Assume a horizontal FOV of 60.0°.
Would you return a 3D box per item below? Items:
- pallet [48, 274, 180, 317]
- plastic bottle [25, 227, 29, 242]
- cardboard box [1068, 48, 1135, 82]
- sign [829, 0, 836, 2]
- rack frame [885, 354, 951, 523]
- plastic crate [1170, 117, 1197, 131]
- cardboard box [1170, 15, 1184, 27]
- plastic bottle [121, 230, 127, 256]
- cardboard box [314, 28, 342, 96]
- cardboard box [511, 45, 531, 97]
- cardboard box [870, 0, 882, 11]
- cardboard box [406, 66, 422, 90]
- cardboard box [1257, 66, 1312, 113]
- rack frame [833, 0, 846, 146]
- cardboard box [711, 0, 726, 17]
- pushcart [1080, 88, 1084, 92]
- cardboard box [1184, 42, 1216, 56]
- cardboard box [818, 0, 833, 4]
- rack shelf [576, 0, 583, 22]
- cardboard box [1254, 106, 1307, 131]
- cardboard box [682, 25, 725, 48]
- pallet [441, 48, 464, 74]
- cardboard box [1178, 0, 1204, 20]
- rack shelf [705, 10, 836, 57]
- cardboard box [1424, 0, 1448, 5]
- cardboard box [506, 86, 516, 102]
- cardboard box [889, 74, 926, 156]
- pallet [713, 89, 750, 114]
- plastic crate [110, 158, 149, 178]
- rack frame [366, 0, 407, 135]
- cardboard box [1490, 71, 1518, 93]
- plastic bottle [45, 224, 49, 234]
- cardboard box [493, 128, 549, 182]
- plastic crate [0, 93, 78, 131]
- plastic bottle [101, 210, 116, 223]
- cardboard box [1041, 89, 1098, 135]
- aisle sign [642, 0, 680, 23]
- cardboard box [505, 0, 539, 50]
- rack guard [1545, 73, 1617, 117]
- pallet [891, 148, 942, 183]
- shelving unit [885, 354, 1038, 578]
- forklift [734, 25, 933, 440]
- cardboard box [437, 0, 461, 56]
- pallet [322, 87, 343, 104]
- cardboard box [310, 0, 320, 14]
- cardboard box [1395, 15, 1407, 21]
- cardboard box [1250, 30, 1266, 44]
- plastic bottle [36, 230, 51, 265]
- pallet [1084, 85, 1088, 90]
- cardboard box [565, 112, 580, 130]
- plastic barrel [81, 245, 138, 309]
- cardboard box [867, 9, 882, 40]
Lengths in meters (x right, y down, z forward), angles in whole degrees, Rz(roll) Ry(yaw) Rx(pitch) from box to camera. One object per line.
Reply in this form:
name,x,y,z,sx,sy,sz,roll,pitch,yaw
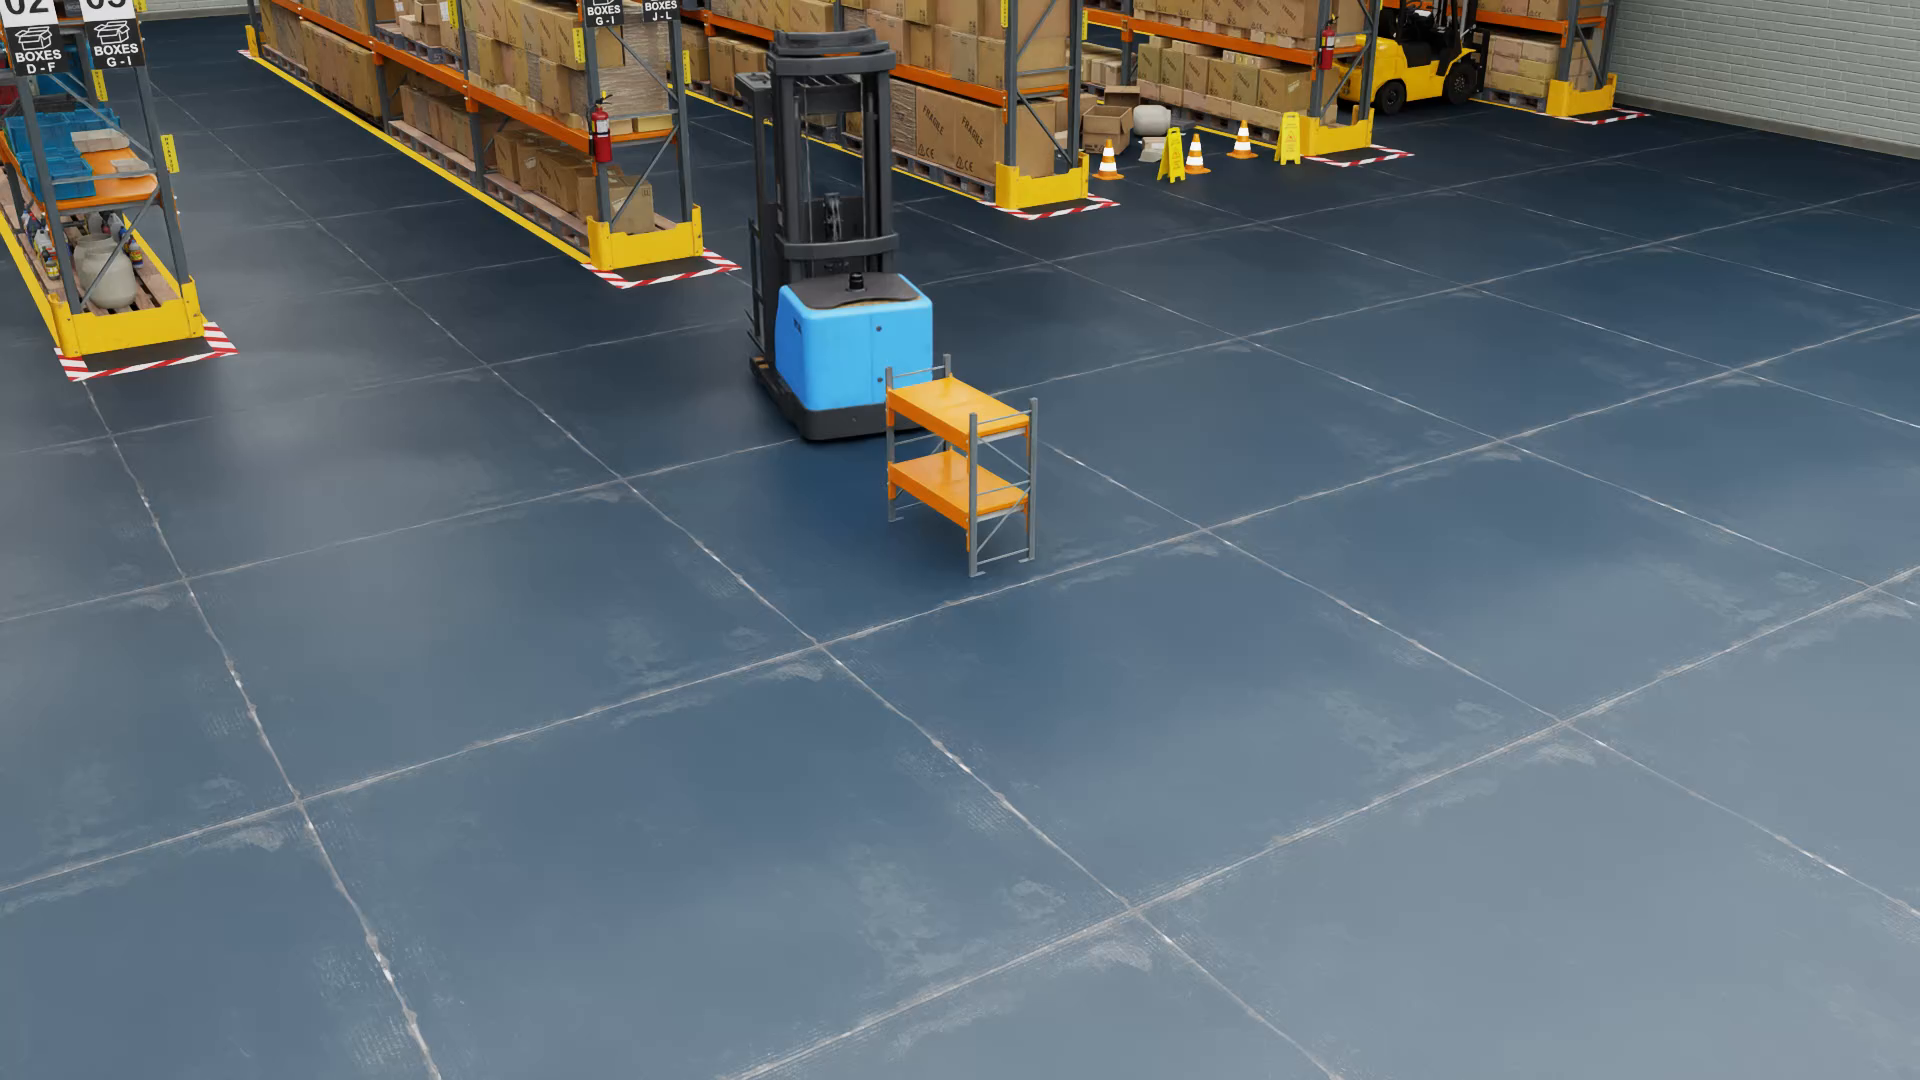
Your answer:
pallet,-7.917,-2.182,15.625,1.003,0.211,1.213,-16,29,-30
plastic bottle,-9.663,-3.211,17.300,0.097,0.201,0.097,0,25,0
cardboard box,2.189,-7.475,26.156,0.950,0.372,0.625,-14,28,-26
sign,-1.669,-7.198,21.720,0.100,0.325,0.005,-16,29,-30
rack frame,-0.281,-0.693,11.400,0.500,1.125,0.032,-16,29,-30
plastic crate,3.042,-5.957,23.774,0.583,0.080,0.402,18,31,33
cardboard box,3.233,-7.466,23.846,0.380,0.149,0.250,-15,29,-28
plastic bottle,-8.367,-2.980,16.729,0.097,0.271,0.097,0,25,0
cardboard box,-8.943,-7.267,25.127,1.225,0.875,0.875,-17,30,-31
cardboard box,-4.398,-5.194,18.273,0.875,0.500,0.500,-16,29,-30
cardboard box,-0.650,-7.086,21.307,0.875,0.550,0.550,-16,29,-30
cardboard box,-7.223,-6.326,22.671,0.500,0.250,0.500,-14,29,-28
cardboard box,4.400,-6.110,22.530,0.500,0.500,0.500,-15,29,-29
rack frame,-1.220,-6.840,22.225,1.000,3.000,0.127,-16,29,-30
cardboard box,-3.385,-8.092,24.761,0.500,0.500,0.500,-15,29,-29
pushcart,0.989,-6.295,24.142,0.936,0.377,1.648,18,31,33
cardboard box,3.418,-6.997,23.649,0.380,0.149,0.250,-14,29,-27
cardboard box,-1.496,-7.514,22.364,0.700,0.500,0.500,-16,30,-30
rack shelf,-4.339,-6.036,17.851,1.077,0.370,4.000,-16,29,-30
cardboard box,4.376,-5.780,22.710,0.500,0.250,0.500,-16,29,-30
cardboard box,-3.996,-7.853,25.929,0.500,0.250,0.500,-16,30,-31
pallet,-5.726,-5.941,20.545,1.003,0.211,1.213,-16,29,-30
cardboard box,3.436,-7.630,23.434,0.500,0.500,0.500,-16,30,-30
rack shelf,-2.312,-7.230,23.894,1.077,0.370,4.000,-16,29,-30
cardboard box,7.628,-8.650,25.943,0.500,0.500,0.500,-16,30,-30
cardboard box,-4.862,-5.018,18.661,0.380,0.149,0.250,-16,29,-30
cardboard box,-0.440,-5.506,21.397,0.875,0.875,0.875,-15,29,-29
pallet,-3.036,-6.710,25.217,1.003,0.211,1.213,-16,29,-30
plastic crate,-7.616,-3.411,15.271,0.298,0.136,0.250,-16,29,-30
rack frame,-7.614,-7.151,22.884,1.000,3.000,0.127,-16,29,-30
cardboard box,8.428,-6.978,25.247,0.500,0.250,0.500,-16,29,-30
plastic bottle,-9.307,-3.122,17.030,0.097,0.271,0.097,0,25,0
cardboard box,-5.246,-4.627,19.975,0.500,0.500,0.500,-17,30,-31
plastic crate,-9.401,-4.321,16.962,0.767,0.338,0.504,-16,29,-30
plastic bottle,-8.883,-3.335,17.389,0.144,0.351,0.185,-17,30,-32
cardboard box,1.459,-5.902,23.004,0.797,0.637,0.503,-16,29,-30
aisle sign,-2.962,-5.513,16.369,0.394,0.787,0.004,-16,29,-30
cardboard box,-4.569,-5.598,17.958,0.500,0.500,0.500,-16,29,-30
rack guard,9.226,-6.618,24.684,1.175,0.500,0.348,-16,29,-30
pallet,-0.200,-4.852,21.281,1.003,0.211,1.213,-16,29,-30
shelving unit,-0.004,-0.511,11.015,0.538,1.125,1.048,-16,29,-30
forklift,-1.157,-2.693,13.521,1.130,2.935,3.031,-8,27,-17
cardboard box,-5.747,-6.498,20.307,1.000,1.000,1.000,-15,29,-29
pallet,-9.314,-7.062,25.963,1.003,0.211,1.213,-16,29,-30
cardboard box,-9.481,-8.224,25.041,0.500,0.500,0.500,-15,29,-29
cardboard box,7.030,-8.340,26.961,0.500,0.250,0.500,-16,30,-30
cardboard box,4.153,-6.816,22.468,0.380,0.149,0.250,-15,29,-29
plastic bottle,-9.051,-2.896,16.457,0.144,0.351,0.185,-14,29,-27
pallet,1.776,-7.484,26.855,1.003,0.211,1.213,-16,29,-30
cardboard box,-3.891,-4.397,17.344,0.380,0.149,0.250,-16,29,-30
plastic barrel,-7.820,-2.418,15.280,0.421,0.512,0.421,0,25,0
cardboard box,-0.689,-6.587,21.514,0.875,0.550,0.550,-16,29,-30
